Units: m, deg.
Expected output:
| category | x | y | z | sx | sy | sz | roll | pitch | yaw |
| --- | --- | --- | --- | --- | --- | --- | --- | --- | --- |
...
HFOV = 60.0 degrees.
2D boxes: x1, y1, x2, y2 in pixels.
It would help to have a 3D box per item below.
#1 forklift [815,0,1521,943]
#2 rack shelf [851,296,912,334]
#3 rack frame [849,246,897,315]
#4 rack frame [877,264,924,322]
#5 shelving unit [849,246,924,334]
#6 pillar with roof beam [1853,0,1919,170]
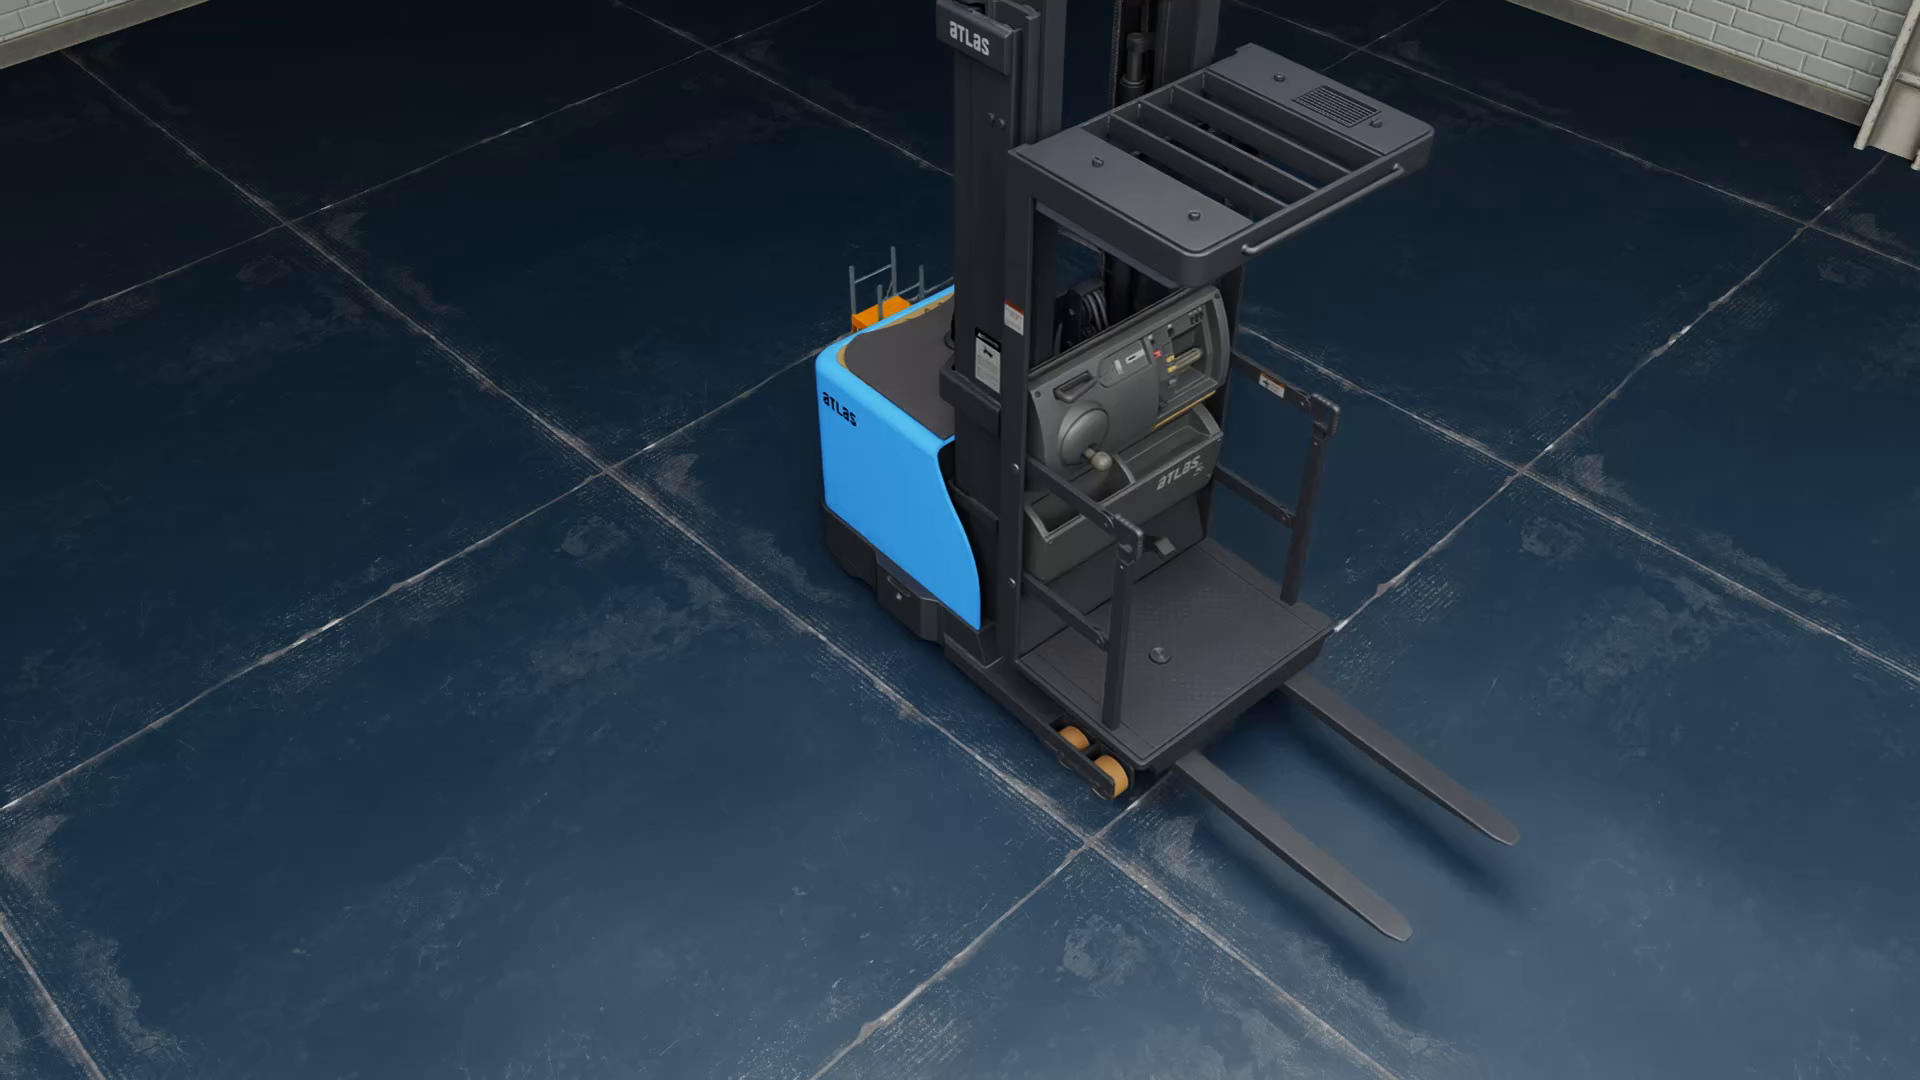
| category | x | y | z | sx | sy | sz | roll | pitch | yaw |
| --- | --- | --- | --- | --- | --- | --- | --- | --- | --- |
| forklift | 0.750 | -0.488 | 5.735 | 1.130 | 2.935 | 3.031 | -30 | 51 | -29 |
| rack shelf | -0.302 | -0.915 | 7.008 | 0.258 | 0.103 | 0.180 | -30 | 51 | -29 |
| rack frame | -0.362 | -0.730 | 7.273 | 0.240 | 1.200 | 0.006 | -30 | 51 | -29 |
| rack frame | -0.242 | -0.636 | 7.171 | 0.240 | 1.200 | 0.006 | -30 | 51 | -29 |
| shelving unit | -0.302 | -0.683 | 7.222 | 0.258 | 1.200 | 0.189 | -30 | 51 | -29 |
| pillar with roof beam | 2.516 | -3.563 | 4.593 | 9.100 | 9.000 | 0.400 | -34 | 53 | -31 |
